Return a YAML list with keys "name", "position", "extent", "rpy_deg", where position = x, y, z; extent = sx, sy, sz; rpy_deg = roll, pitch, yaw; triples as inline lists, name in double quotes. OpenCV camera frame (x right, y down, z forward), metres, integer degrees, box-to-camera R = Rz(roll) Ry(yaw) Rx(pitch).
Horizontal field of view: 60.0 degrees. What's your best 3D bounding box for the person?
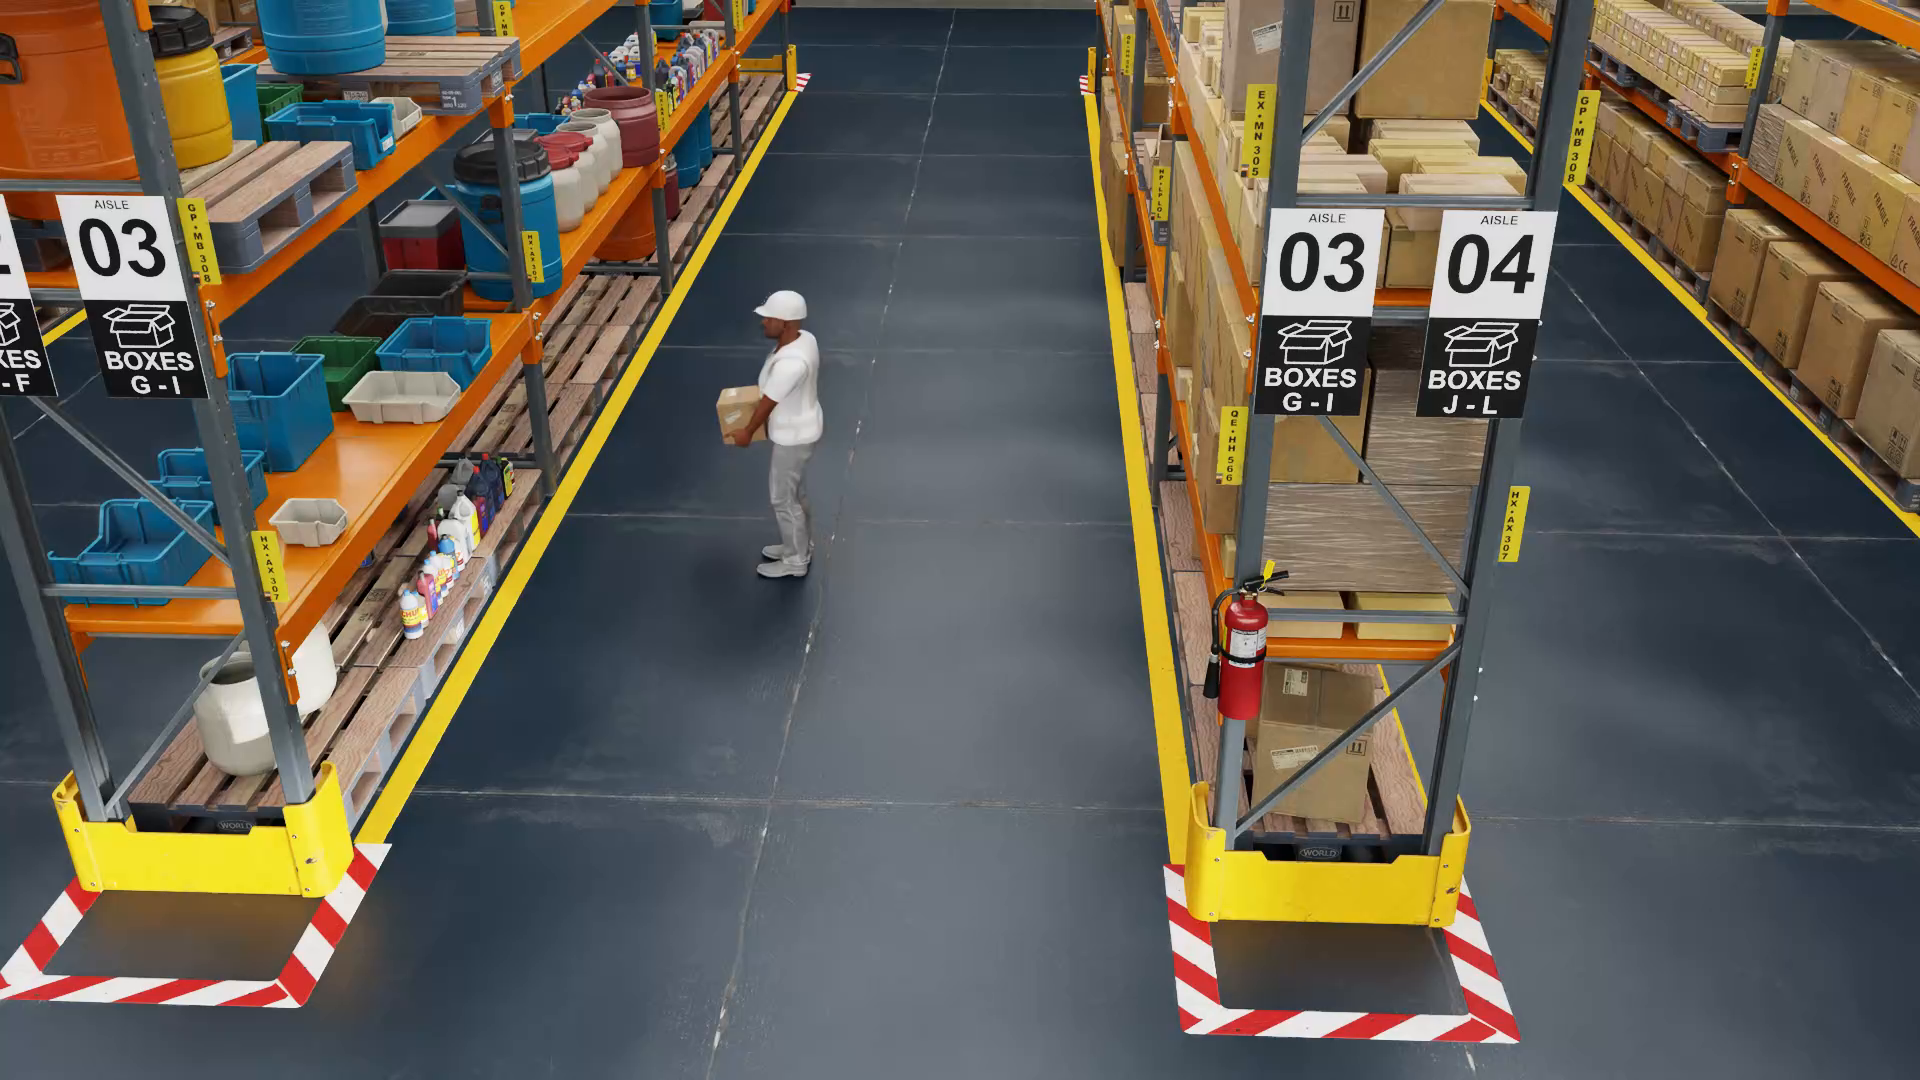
- name: "person"
  position: [-1.090, -0.621, 9.774]
  extent: [0.569, 1.763, 0.505]
  rpy_deg: [1, 28, 1]
